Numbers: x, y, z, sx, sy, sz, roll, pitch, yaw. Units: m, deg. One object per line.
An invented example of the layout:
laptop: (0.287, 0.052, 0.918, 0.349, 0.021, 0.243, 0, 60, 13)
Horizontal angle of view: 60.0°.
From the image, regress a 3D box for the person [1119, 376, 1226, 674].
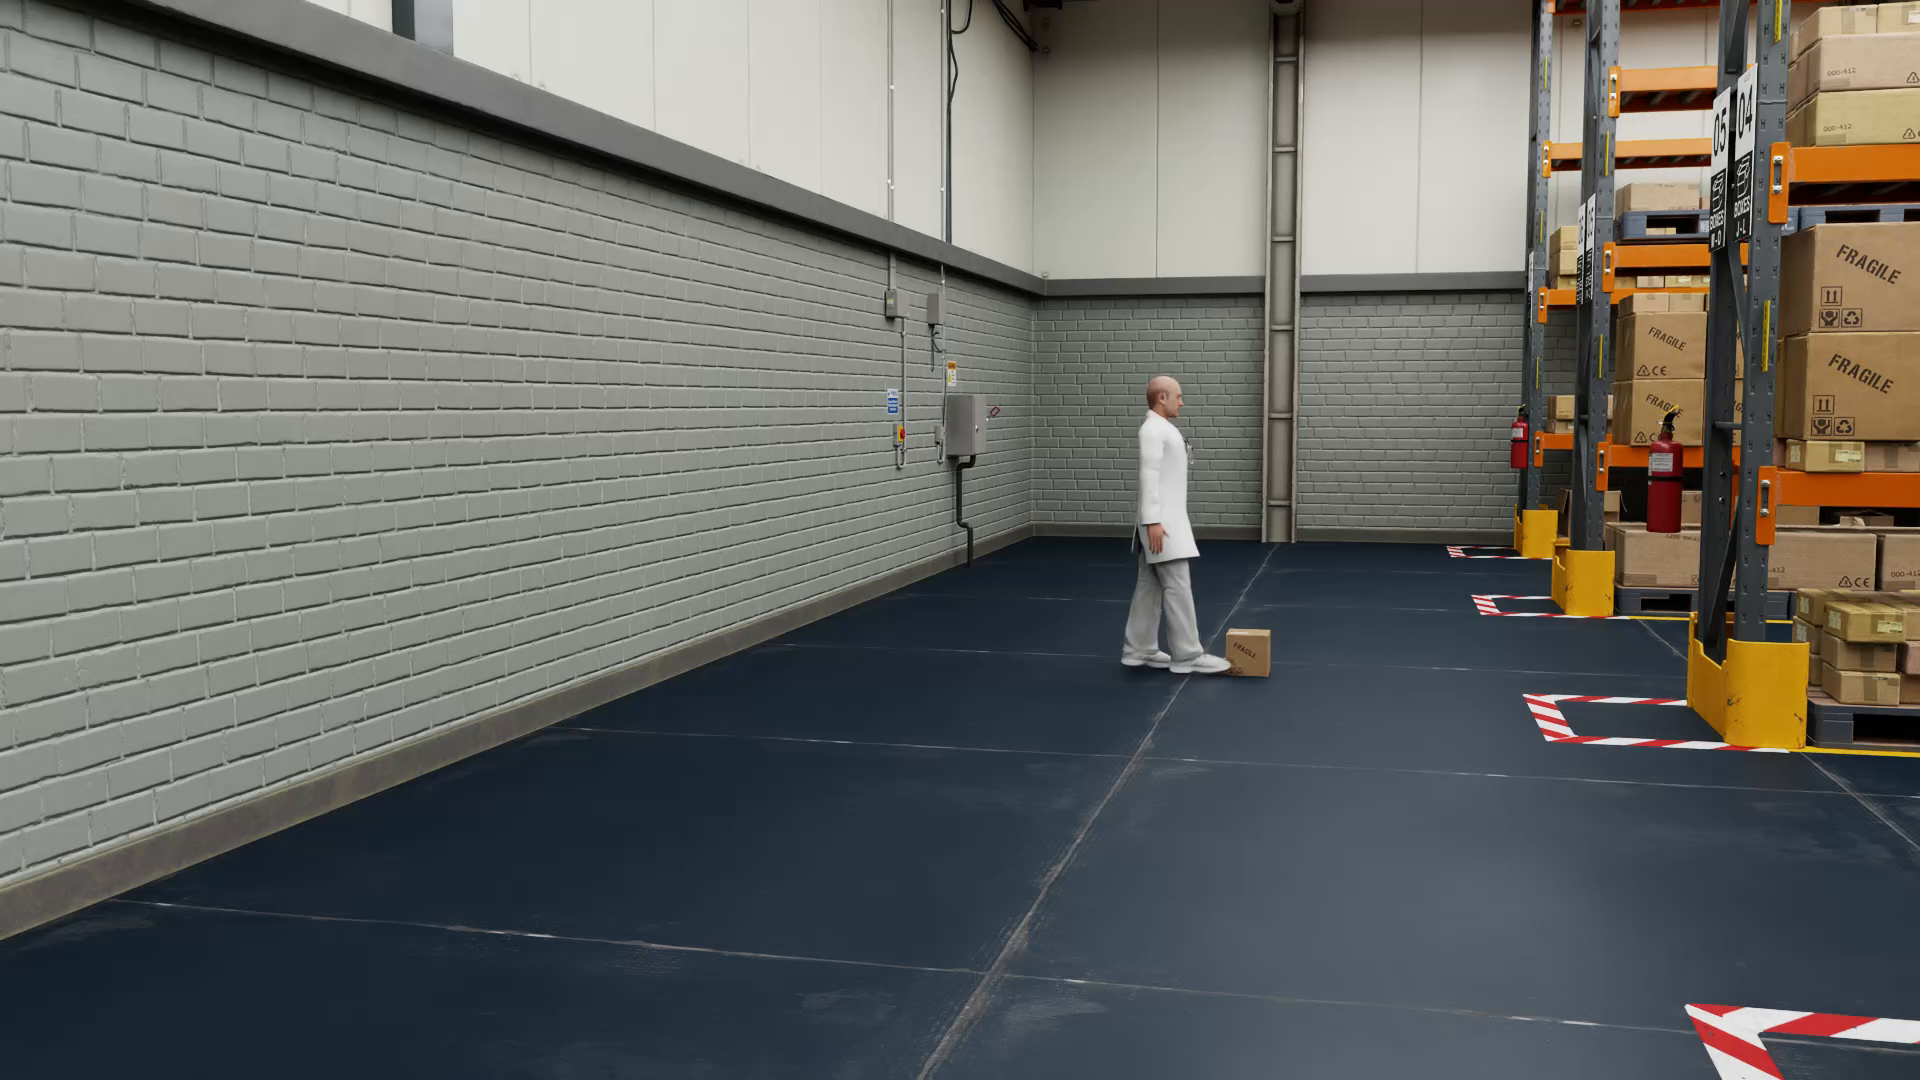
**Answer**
person: (1.292, -0.102, 10.067, 0.640, 1.778, 0.618, 1, 5, 7)
